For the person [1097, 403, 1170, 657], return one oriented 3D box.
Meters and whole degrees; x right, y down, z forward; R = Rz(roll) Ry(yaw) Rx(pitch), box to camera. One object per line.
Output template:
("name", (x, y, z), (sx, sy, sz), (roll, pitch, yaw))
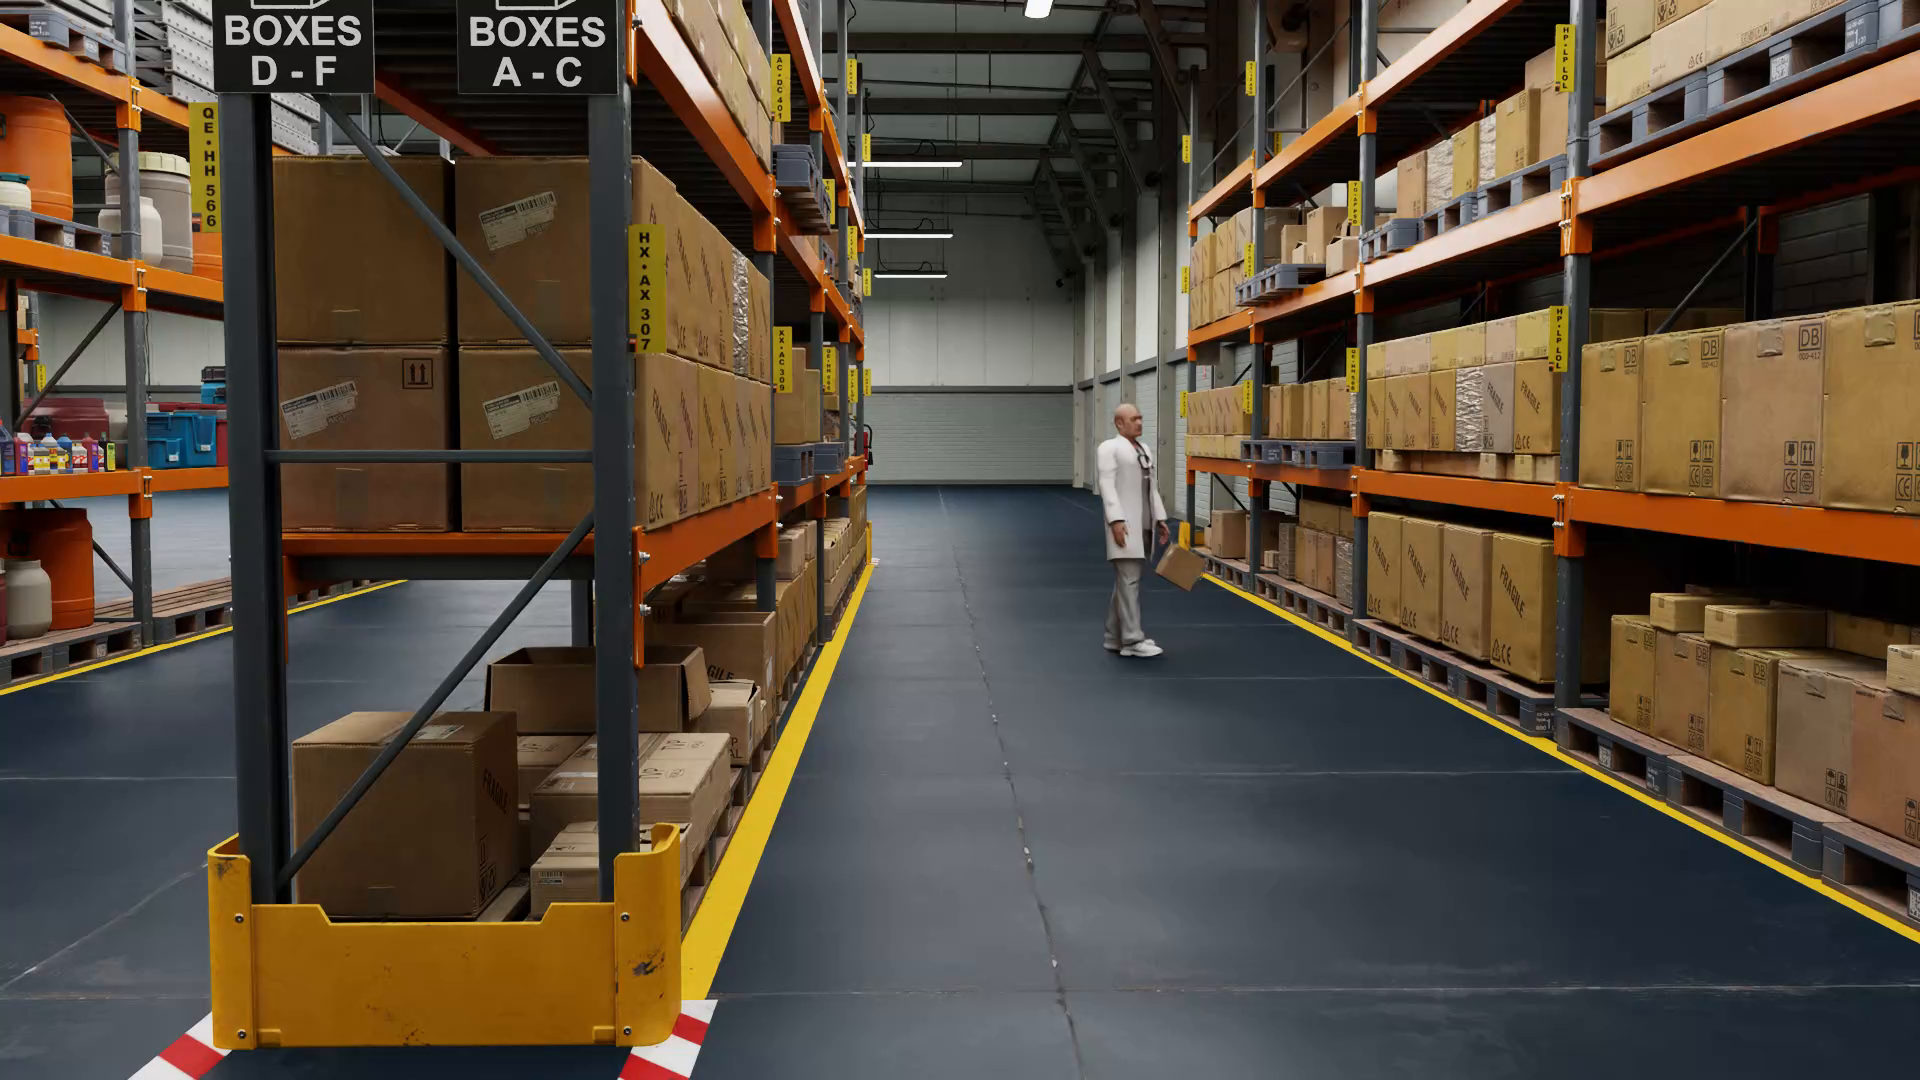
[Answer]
("person", (1.261, -0.079, 11.779), (0.656, 1.774, 0.655), (3, 5, 39))
